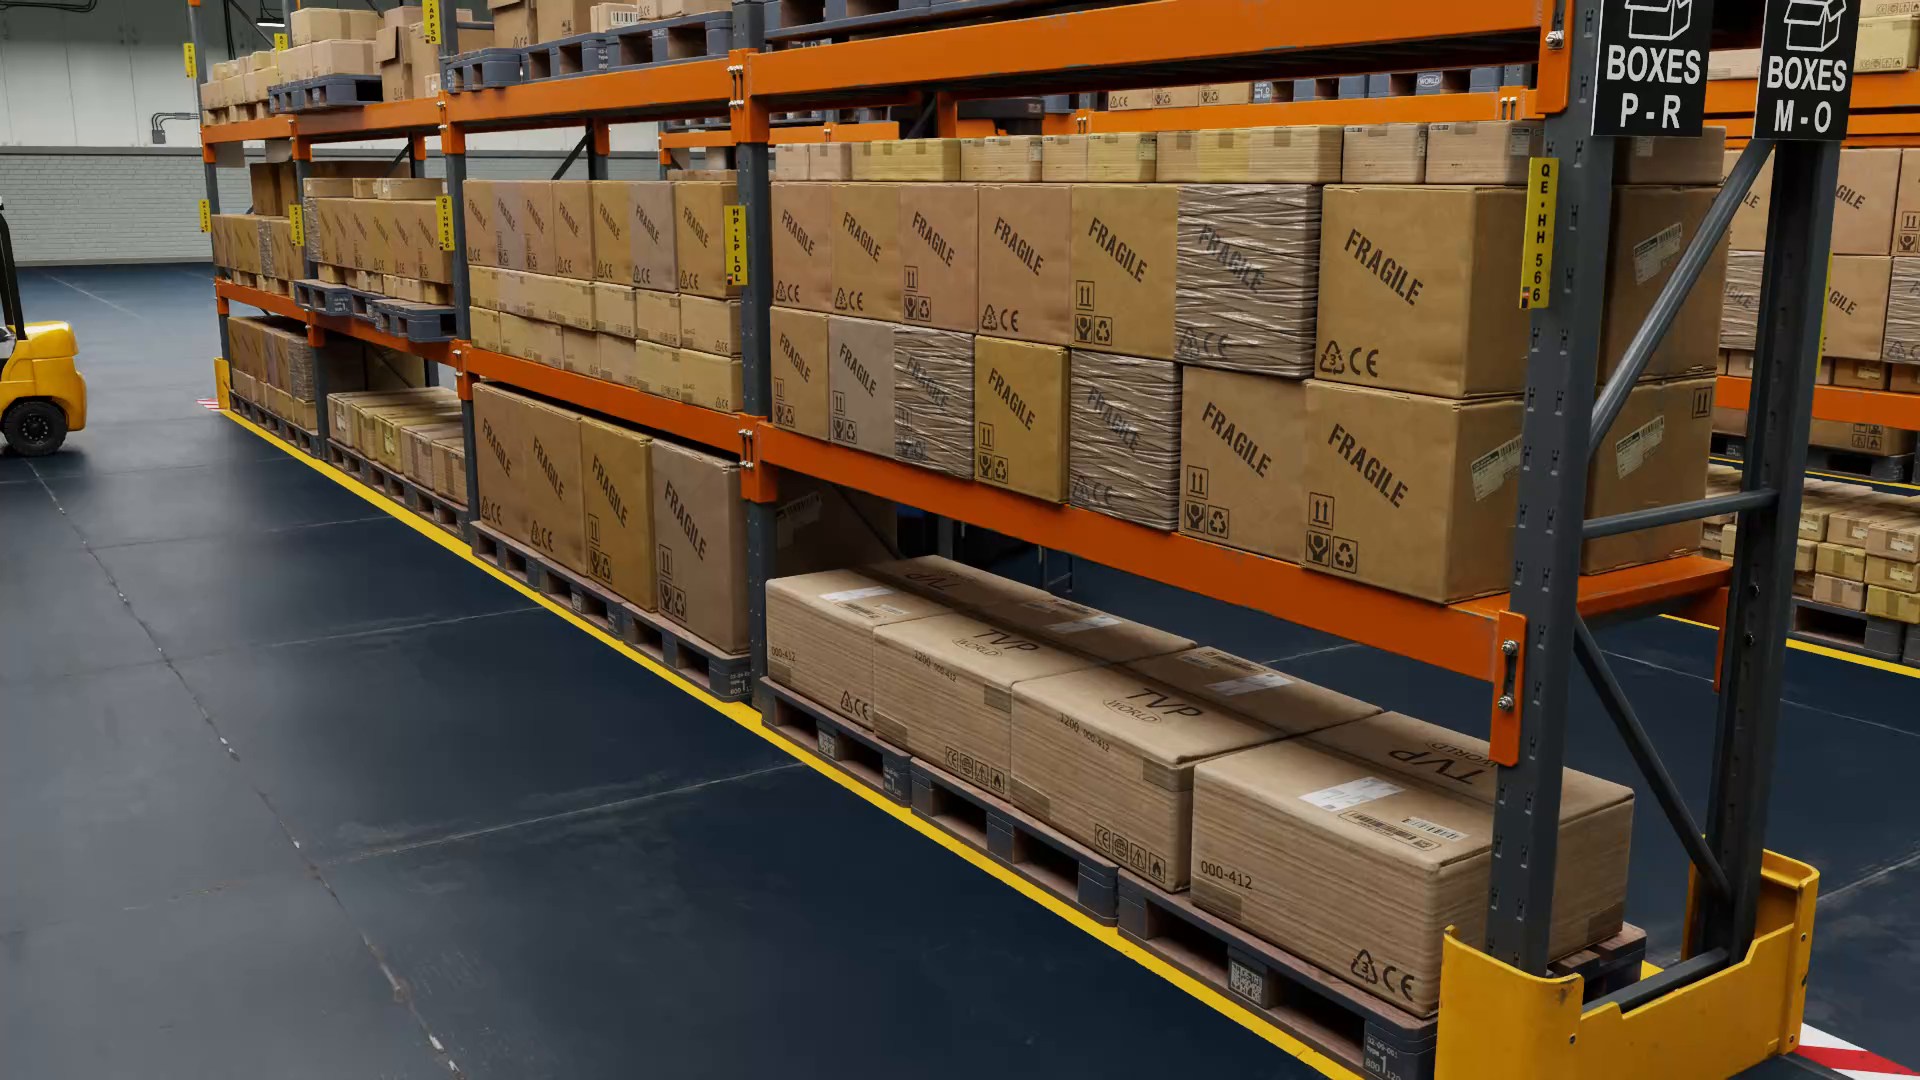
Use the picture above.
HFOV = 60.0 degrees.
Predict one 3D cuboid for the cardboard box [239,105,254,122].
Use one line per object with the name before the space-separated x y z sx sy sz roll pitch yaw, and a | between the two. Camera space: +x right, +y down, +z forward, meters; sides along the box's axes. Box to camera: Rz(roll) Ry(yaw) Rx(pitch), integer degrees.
cardboard box | -6.318 -3.872 15.115 0.380 0.149 0.250 -9 15 -34

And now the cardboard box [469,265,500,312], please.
cardboard box | -2.623 -1.528 10.006 0.500 0.250 0.500 -8 15 -33

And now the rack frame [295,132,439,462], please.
rack frame | -4.915 -2.187 13.843 1.000 3.000 0.127 -8 15 -33

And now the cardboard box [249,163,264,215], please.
cardboard box | -6.666 -3.516 16.649 0.700 0.500 0.500 -9 15 -34

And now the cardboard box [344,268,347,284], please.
cardboard box | -4.520 -2.047 12.807 0.380 0.149 0.250 -7 14 -29

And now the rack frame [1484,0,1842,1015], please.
rack frame | 1.734 -0.053 4.083 1.000 3.000 0.127 -8 15 -33

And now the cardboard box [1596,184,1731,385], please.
cardboard box | 1.705 -0.710 4.510 0.500 0.500 0.500 -8 15 -34

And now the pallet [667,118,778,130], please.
pallet | -2.646 -4.794 18.948 1.003 0.211 1.213 -8 15 -33

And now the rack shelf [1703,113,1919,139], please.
rack shelf | 6.660 -3.407 14.083 1.077 0.370 4.000 -8 15 -33

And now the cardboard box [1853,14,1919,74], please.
cardboard box | 4.463 -2.371 8.010 0.500 0.250 0.500 -7 14 -30

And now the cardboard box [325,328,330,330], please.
cardboard box | -5.609 -1.739 15.489 0.500 0.500 0.500 -7 14 -30

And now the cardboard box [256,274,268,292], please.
cardboard box | -6.202 -2.356 15.204 0.380 0.149 0.250 -8 15 -32

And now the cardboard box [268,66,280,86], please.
cardboard box | -5.384 -3.772 13.721 0.500 0.250 0.500 -8 15 -33

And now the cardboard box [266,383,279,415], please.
cardboard box | -6.047 -1.307 15.270 0.500 0.250 0.500 -8 15 -32

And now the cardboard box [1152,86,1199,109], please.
cardboard box | 1.744 -3.373 12.009 0.500 0.500 0.500 -8 15 -33

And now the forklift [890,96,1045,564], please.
forklift | 0.302 -1.560 11.135 1.130 2.935 3.031 6 14 26

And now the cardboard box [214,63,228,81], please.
cardboard box | -6.787 -4.395 15.640 0.380 0.149 0.250 -8 15 -33

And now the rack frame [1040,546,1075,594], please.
rack frame | 0.550 -0.407 9.210 0.023 1.500 0.400 7 14 28

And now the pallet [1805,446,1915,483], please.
pallet | 7.277 -0.704 13.585 1.003 0.211 1.213 -8 15 -33

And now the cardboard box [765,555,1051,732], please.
cardboard box | -0.224 0.406 6.997 0.875 0.438 0.875 -8 15 -34

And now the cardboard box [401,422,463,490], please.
cardboard box | -3.419 -0.629 11.886 0.950 0.372 0.625 -8 15 -34

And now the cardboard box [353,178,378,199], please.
cardboard box | -4.261 -2.597 12.284 0.380 0.149 0.250 -7 14 -30

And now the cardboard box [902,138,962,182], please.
cardboard box | 0.018 -1.346 5.901 0.380 0.149 0.250 -9 15 -34

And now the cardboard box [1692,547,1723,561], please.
cardboard box | 4.206 0.090 9.118 0.380 0.149 0.250 -9 15 -35

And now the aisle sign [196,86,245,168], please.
aisle sign | -7.423 -4.143 16.700 0.394 0.787 0.004 -8 15 -33

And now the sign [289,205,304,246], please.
sign | -5.362 -2.545 13.450 0.100 0.325 0.005 -8 15 -33

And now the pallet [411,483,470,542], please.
pallet | -3.130 -0.253 11.524 1.003 0.211 1.213 -8 15 -33

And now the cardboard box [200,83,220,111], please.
cardboard box | -7.074 -4.315 16.206 0.500 0.250 0.500 -8 15 -34

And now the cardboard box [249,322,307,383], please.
cardboard box | -6.336 -1.764 15.604 0.500 0.500 0.500 -8 15 -32

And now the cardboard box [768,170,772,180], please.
cardboard box | -1.612 -3.658 17.689 0.875 0.550 0.550 -8 15 -33

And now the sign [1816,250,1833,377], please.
sign | 2.199 -0.579 4.278 0.100 0.325 0.005 -8 15 -33

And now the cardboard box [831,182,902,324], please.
cardboard box | -0.145 -1.098 6.286 0.500 0.500 0.500 -8 15 -33

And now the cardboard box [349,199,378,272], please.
cardboard box | -4.060 -2.201 11.990 0.500 0.500 0.500 -9 15 -35

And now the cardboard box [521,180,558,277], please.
cardboard box | -2.072 -1.716 9.111 0.500 0.500 0.500 -8 14 -31

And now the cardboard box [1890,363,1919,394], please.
cardboard box | 4.742 -0.798 8.079 0.380 0.149 0.250 -9 15 -35

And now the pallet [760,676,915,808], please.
pallet | -0.126 0.742 6.974 1.003 0.211 1.213 -8 15 -33

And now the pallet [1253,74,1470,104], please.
pallet | 2.752 -3.049 11.199 1.213 0.211 1.003 -8 15 -33

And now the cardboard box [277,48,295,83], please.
cardboard box | -4.925 -3.633 12.801 0.500 0.250 0.500 -9 15 -34

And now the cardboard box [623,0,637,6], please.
cardboard box | -1.481 -2.916 8.937 0.500 0.500 0.500 -8 15 -32

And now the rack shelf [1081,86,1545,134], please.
rack shelf | 2.474 -2.838 11.481 1.077 0.370 4.000 -8 15 -33

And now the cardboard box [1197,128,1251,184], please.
cardboard box | 0.889 -1.075 4.665 0.380 0.149 0.250 -8 15 -31

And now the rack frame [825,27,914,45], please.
rack frame | -0.850 -5.722 15.963 1.000 3.000 0.127 -8 15 -33

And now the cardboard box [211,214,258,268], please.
cardboard box | -7.099 -2.976 16.518 0.500 0.500 0.500 -8 15 -34

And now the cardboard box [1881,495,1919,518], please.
cardboard box | 5.046 -0.125 8.711 0.380 0.149 0.250 -8 15 -32

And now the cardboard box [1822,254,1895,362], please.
cardboard box | 4.498 -1.172 8.268 0.500 0.500 0.500 -7 14 -30

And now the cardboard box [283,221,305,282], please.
cardboard box | -5.368 -2.431 14.027 0.500 0.500 0.500 -9 15 -34

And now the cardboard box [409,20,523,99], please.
cardboard box | -3.215 -3.160 11.035 0.700 0.500 0.500 -8 15 -33

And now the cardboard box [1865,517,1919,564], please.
cardboard box | 4.668 -0.001 8.145 0.380 0.149 0.250 -7 14 -31

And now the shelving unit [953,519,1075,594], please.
shelving unit | 0.230 -0.445 9.384 0.755 1.500 0.431 7 14 28

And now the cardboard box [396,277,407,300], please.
cardboard box | -3.594 -1.713 11.279 0.380 0.149 0.250 -9 15 -35

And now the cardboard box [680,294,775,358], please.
cardboard box | -0.929 -0.985 7.526 0.500 0.250 0.500 -8 15 -33

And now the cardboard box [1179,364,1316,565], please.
cardboard box | 0.981 -0.247 4.738 0.500 0.500 0.500 -8 15 -34

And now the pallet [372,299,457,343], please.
pallet | -3.182 -1.496 11.132 1.213 0.211 1.003 -8 15 -33

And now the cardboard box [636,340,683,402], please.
cardboard box | -1.222 -0.832 7.996 0.500 0.250 0.500 -8 15 -34

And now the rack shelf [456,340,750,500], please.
rack shelf | -1.590 -0.769 9.040 1.077 0.370 4.000 -8 15 -33
